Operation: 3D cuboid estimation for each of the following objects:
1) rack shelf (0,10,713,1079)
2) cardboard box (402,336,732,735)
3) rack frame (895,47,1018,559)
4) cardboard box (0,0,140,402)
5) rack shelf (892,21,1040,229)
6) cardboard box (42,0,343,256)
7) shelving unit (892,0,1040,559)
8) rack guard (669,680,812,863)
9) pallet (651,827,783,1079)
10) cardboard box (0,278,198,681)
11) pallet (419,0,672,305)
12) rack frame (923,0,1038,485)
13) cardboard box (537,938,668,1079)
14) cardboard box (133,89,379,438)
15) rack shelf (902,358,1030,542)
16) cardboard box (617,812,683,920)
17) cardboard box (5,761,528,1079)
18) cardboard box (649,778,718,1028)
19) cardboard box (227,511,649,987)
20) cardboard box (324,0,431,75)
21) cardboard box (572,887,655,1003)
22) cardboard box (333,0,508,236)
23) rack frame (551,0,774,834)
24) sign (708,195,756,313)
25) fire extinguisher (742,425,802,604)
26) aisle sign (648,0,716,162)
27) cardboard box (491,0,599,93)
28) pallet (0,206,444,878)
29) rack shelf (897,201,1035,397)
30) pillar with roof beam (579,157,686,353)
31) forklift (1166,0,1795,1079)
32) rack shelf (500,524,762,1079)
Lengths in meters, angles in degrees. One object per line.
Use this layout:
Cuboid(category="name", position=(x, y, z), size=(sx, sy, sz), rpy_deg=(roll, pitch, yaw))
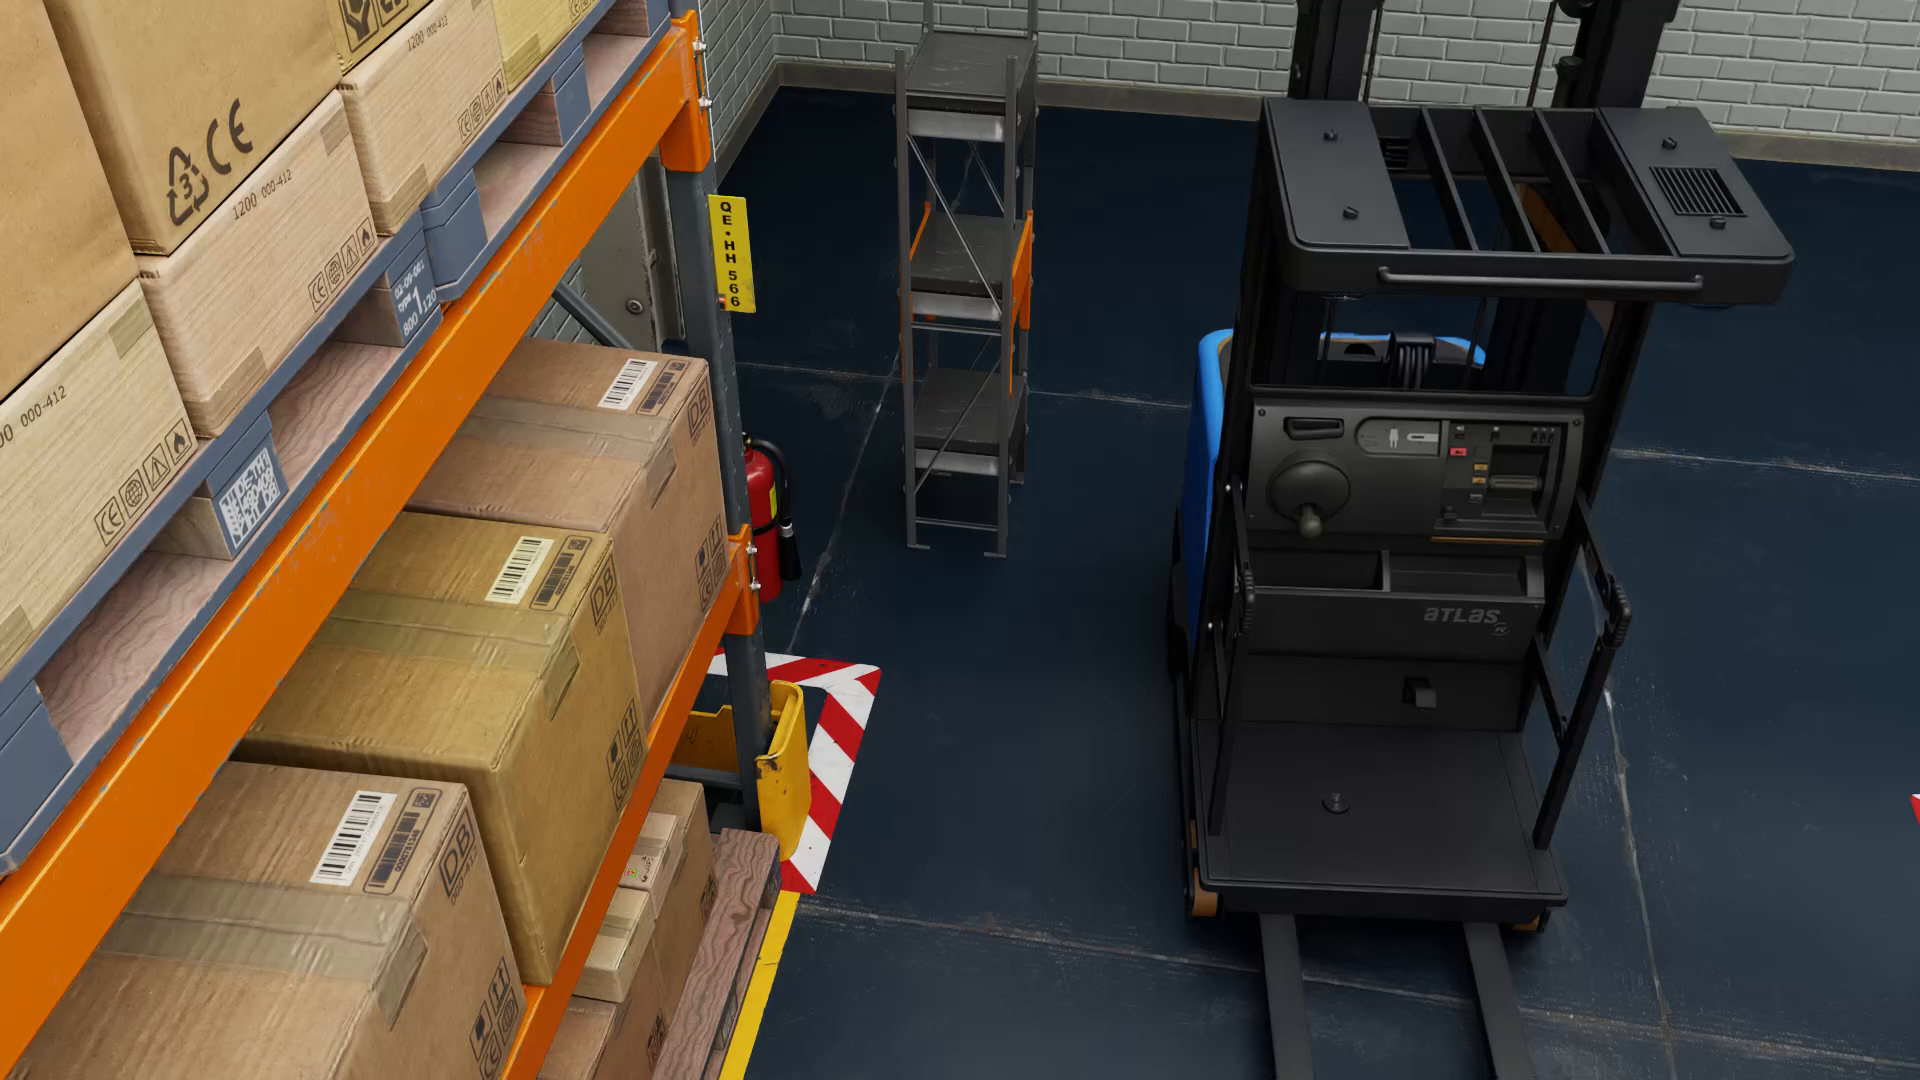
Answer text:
Cuboid(category="rack shelf", position=(-1.451, 0.132, 2.447), size=(1.077, 0.370, 4.000), rpy_deg=(6, 40, 8))
Cuboid(category="cardboard box", position=(-1.184, -0.039, 4.207), size=(0.980, 0.700, 0.700), rpy_deg=(8, 40, 10))
Cuboid(category="rack frame", position=(-0.014, -0.760, 6.021), size=(0.400, 2.100, 0.015), rpy_deg=(6, 40, 8))
Cuboid(category="cardboard box", position=(-1.235, -0.372, 1.613), size=(0.500, 0.500, 0.500), rpy_deg=(7, 40, 8))
Cuboid(category="rack shelf", position=(0.029, -1.442, 5.769), size=(0.431, 0.518, 0.480), rpy_deg=(6, 40, 8))
Cuboid(category="cardboard box", position=(-1.143, -0.701, 2.011), size=(0.500, 0.500, 0.500), rpy_deg=(5, 40, 6))
Cuboid(category="shelving unit", position=(0.029, -0.913, 6.207), size=(0.431, 2.100, 0.503), rpy_deg=(6, 40, 8))
Cuboid(category="rack guard", position=(-1.101, 0.704, 5.506), size=(1.175, 0.500, 0.348), rpy_deg=(6, 40, 8))
Cuboid(category="pallet", position=(-1.167, 1.341, 4.963), size=(1.003, 0.211, 1.213), rpy_deg=(6, 40, 8))
Cuboid(category="cardboard box", position=(-1.235, -0.078, 1.846), size=(0.500, 0.250, 0.500), rpy_deg=(5, 40, 6))
Cuboid(category="pallet", position=(-1.223, -0.899, 3.199), size=(1.003, 0.211, 1.213), rpy_deg=(6, 40, 8))
Cuboid(category="rack frame", position=(0.071, -1.066, 6.392), size=(0.400, 2.100, 0.015), rpy_deg=(6, 40, 8))
Cuboid(category="cardboard box", position=(-1.214, 1.322, 4.430), size=(0.700, 0.500, 0.500), rpy_deg=(6, 40, 8))
Cuboid(category="cardboard box", position=(-1.145, -0.400, 2.236), size=(0.500, 0.250, 0.500), rpy_deg=(5, 40, 6))
Cuboid(category="rack shelf", position=(0.029, -0.363, 6.661), size=(0.431, 0.518, 0.480), rpy_deg=(6, 40, 8))
Cuboid(category="cardboard box", position=(-0.971, 0.858, 4.481), size=(0.380, 0.149, 0.250), rpy_deg=(6, 40, 7))
Cuboid(category="cardboard box", position=(-1.440, 0.897, 3.076), size=(0.980, 0.700, 0.700), rpy_deg=(5, 40, 6))
Cuboid(category="cardboard box", position=(-1.128, 1.008, 4.809), size=(0.700, 0.500, 0.500), rpy_deg=(6, 40, 8))
Cuboid(category="cardboard box", position=(-1.299, 0.419, 3.654), size=(0.980, 0.700, 0.700), rpy_deg=(6, 40, 7))
Cuboid(category="cardboard box", position=(-1.061, -1.030, 2.408), size=(0.500, 0.500, 0.500), rpy_deg=(8, 40, 9))
Cuboid(category="cardboard box", position=(-1.014, 1.019, 4.287), size=(0.380, 0.149, 0.250), rpy_deg=(7, 40, 9))
Cuboid(category="cardboard box", position=(-1.060, -0.727, 2.631), size=(0.500, 0.250, 0.500), rpy_deg=(5, 40, 6))
Cuboid(category="rack frame", position=(-1.105, -0.244, 4.691), size=(1.000, 3.000, 0.127), rpy_deg=(6, 40, 8))
Cuboid(category="sign", position=(-0.573, -0.713, 4.164), size=(0.100, 0.325, 0.005), rpy_deg=(6, 40, 8))
Cuboid(category="fire extinguisher", position=(-0.625, -0.115, 4.888), size=(0.296, 0.674, 0.183), rpy_deg=(6, 40, 8))
Cuboid(category="aisle sign", position=(-0.797, -1.258, 3.878), size=(0.394, 0.787, 0.004), rpy_deg=(6, 40, 8))
Cuboid(category="cardboard box", position=(-0.971, -1.054, 3.026), size=(0.500, 0.250, 0.500), rpy_deg=(8, 40, 9))
Cuboid(category="pallet", position=(-1.432, -0.132, 2.271), size=(1.003, 0.211, 1.213), rpy_deg=(6, 40, 8))
Cuboid(category="rack shelf", position=(0.029, -0.903, 6.215), size=(0.431, 0.518, 0.480), rpy_deg=(6, 40, 8))
Cuboid(category="pillar with roof beam", position=(2.750, -3.872, 4.371), size=(9.100, 9.000, 0.400), rpy_deg=(6, 40, 8))
Cuboid(category="forklift", position=(1.286, -0.115, 4.588), size=(1.130, 2.935, 3.031), rpy_deg=(2, 40, 2))
Cuboid(category="rack shelf", position=(-1.451, 1.288, 3.403), size=(1.077, 0.370, 4.000), rpy_deg=(6, 40, 8))
